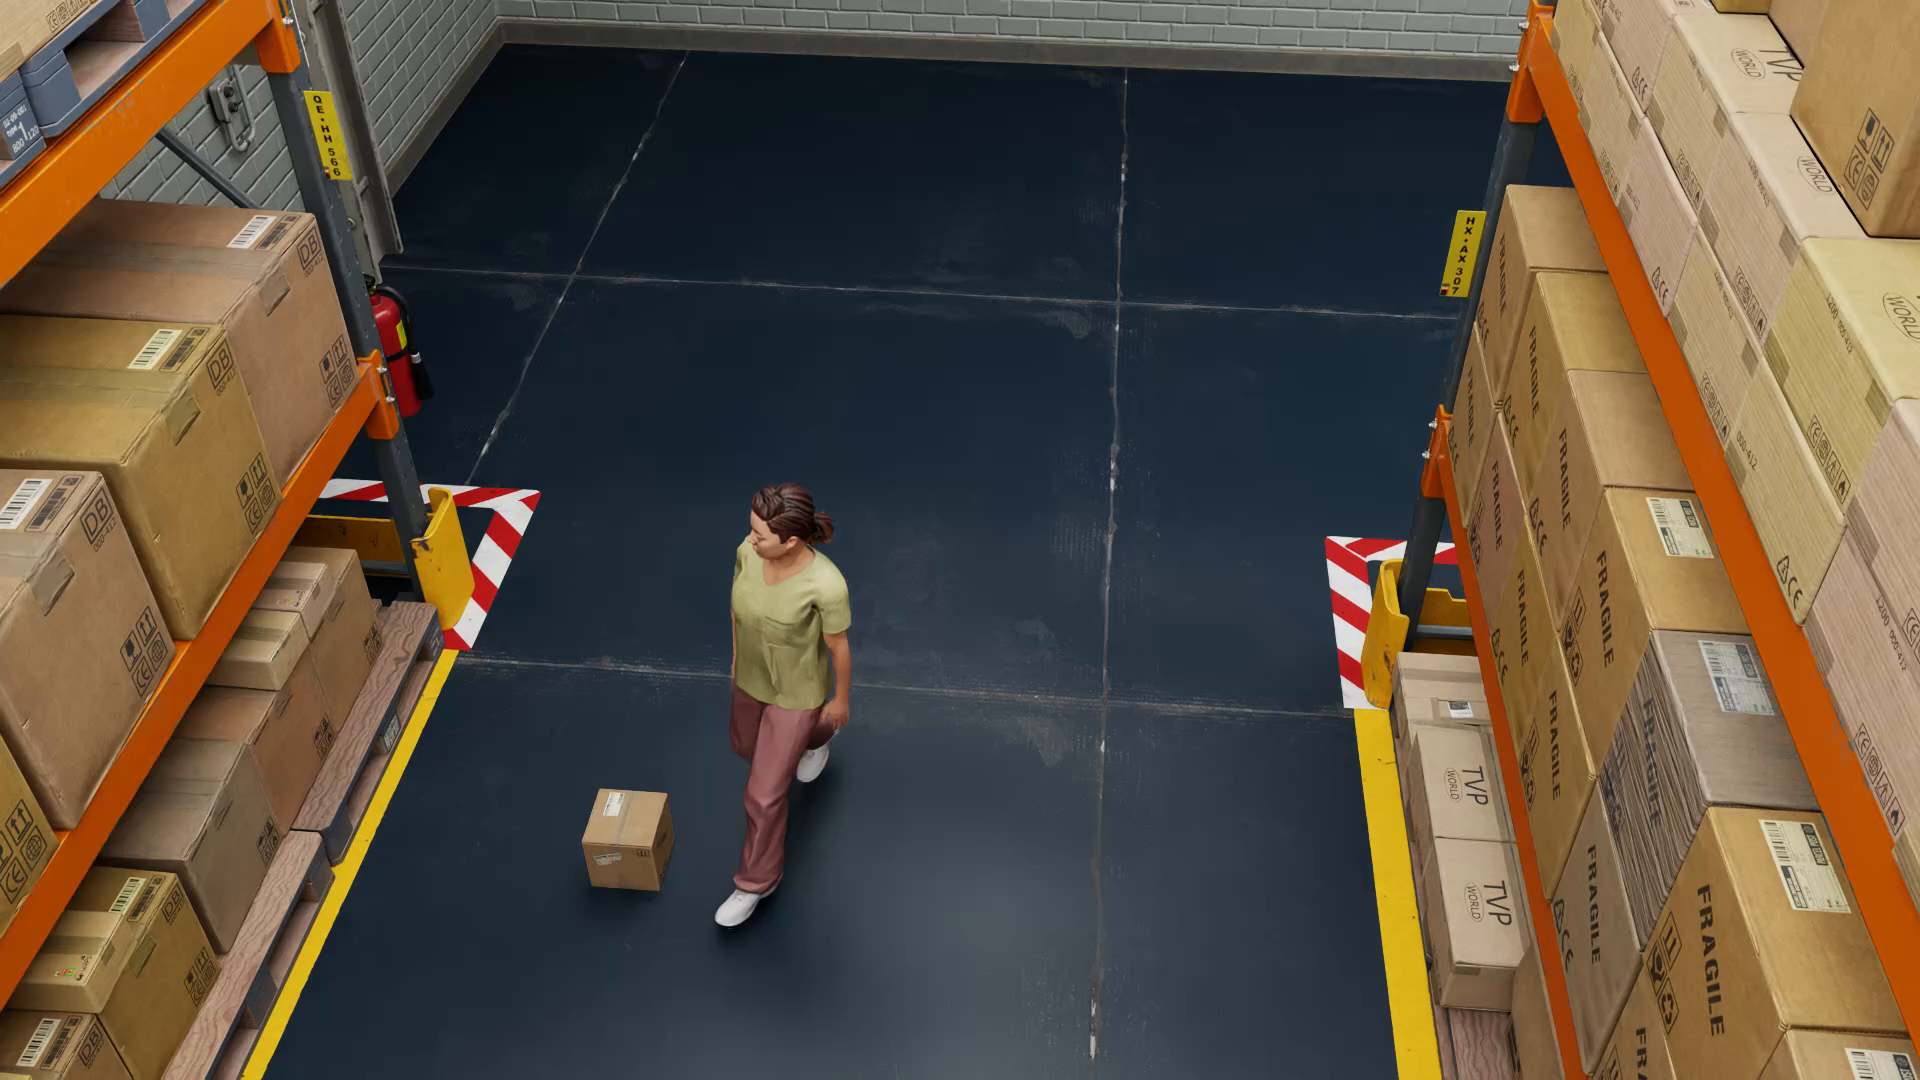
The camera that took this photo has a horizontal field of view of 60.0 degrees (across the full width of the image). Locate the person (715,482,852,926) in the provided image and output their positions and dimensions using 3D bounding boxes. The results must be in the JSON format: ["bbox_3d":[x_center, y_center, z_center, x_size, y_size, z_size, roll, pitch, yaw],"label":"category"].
[{"bbox_3d":[-0.622,0.488,5.597,0.461,1.616,0.920,26,47,28],"label":"person"}]
